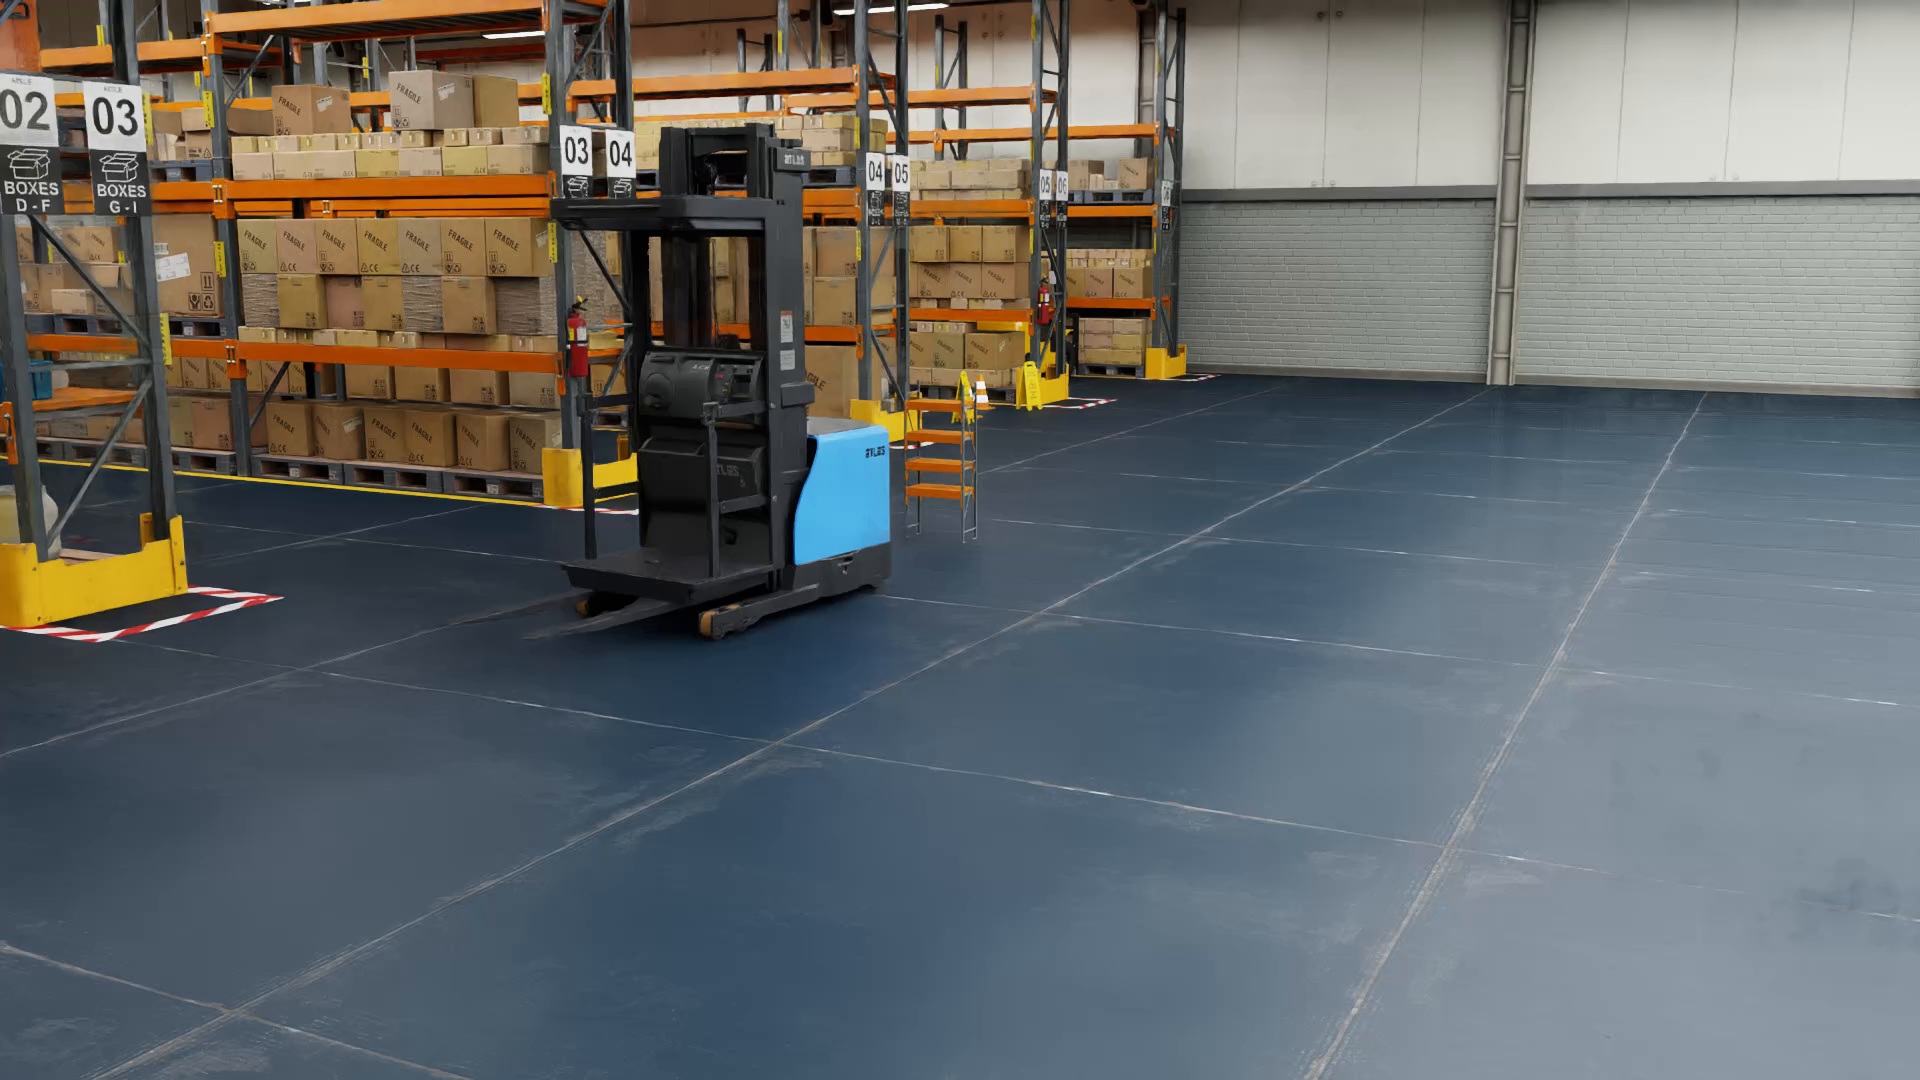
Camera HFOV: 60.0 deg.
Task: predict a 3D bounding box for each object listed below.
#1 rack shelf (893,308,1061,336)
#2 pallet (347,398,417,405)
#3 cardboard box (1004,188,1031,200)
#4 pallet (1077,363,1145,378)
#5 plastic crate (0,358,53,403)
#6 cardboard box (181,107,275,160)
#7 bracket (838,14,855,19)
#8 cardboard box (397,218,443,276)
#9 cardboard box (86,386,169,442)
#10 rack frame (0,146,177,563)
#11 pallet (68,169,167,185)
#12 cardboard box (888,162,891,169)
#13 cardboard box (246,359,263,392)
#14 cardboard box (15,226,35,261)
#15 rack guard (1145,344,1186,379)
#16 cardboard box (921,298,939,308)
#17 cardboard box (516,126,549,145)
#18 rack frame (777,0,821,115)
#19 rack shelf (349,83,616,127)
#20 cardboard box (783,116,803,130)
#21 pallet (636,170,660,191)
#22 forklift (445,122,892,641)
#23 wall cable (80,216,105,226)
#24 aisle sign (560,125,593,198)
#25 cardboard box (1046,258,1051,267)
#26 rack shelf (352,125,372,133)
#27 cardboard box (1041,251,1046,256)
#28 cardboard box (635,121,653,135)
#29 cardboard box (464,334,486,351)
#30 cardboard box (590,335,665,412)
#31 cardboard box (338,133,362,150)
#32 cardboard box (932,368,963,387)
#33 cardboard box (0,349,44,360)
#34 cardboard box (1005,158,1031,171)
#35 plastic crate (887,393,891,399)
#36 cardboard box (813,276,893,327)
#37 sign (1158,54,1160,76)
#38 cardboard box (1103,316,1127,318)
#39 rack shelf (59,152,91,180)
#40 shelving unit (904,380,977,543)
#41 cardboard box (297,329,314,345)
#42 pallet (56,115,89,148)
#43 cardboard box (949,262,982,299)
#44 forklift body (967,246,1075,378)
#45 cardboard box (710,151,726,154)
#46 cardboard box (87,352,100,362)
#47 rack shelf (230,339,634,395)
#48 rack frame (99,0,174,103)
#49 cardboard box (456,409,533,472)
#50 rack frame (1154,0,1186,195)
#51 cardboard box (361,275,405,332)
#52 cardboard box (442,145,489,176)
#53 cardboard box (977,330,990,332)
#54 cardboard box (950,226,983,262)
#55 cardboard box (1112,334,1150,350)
[{"bbox_3d":[-0.555,-3.237,24.212,4.000,0.370,1.077,5,11,26],"label":"rack shelf"},{"bbox_3d":[-7.361,-1.819,22.187,1.213,0.211,1.003,5,11,26],"label":"pallet"},{"bbox_3d":[0.795,-4.769,22.941,0.250,0.149,0.380,5,11,26],"label":"cardboard box"},{"bbox_3d":[2.728,-2.908,28.203,1.213,0.211,1.003,5,11,26],"label":"pallet"},{"bbox_3d":[-5.919,-0.978,10.128,0.616,0.251,0.499,5,11,26],"label":"plastic crate"},{"bbox_3d":[-7.111,-3.952,16.252,0.637,0.503,0.797,4,11,23],"label":"cardboard box"},{"bbox_3d":[-1.959,-9.532,30.021,0.430,0.232,0.235,5,11,26],"label":"bracket"},{"bbox_3d":[-4.647,-2.620,14.862,0.500,0.500,0.500,5,11,26],"label":"cardboard box"},{"bbox_3d":[-8.696,-1.332,17.454,0.500,0.500,0.700,6,12,31],"label":"cardboard box"},{"bbox_3d":[-5.337,-1.059,10.161,0.127,3.000,1.000,5,11,26],"label":"rack frame"},{"bbox_3d":[-8.171,-3.696,16.835,1.003,0.211,1.213,5,11,26],"label":"pallet"},{"bbox_3d":[-1.018,-5.322,23.759,0.250,0.149,0.380,5,11,25],"label":"cardboard box"},{"bbox_3d":[-9.686,-2.332,23.034,0.500,0.500,0.500,4,11,23],"label":"cardboard box"},{"bbox_3d":[-13.554,-4.382,24.598,0.500,0.500,0.500,5,11,24],"label":"cardboard box"},{"bbox_3d":[3.453,-2.994,27.871,0.348,0.500,1.175,5,11,26],"label":"rack guard"},{"bbox_3d":[-0.369,-3.394,23.769,0.250,0.149,0.380,5,11,25],"label":"cardboard box"},{"bbox_3d":[-3.533,-3.421,14.088,0.250,0.149,0.380,5,11,26],"label":"cardboard box"},{"bbox_3d":[-2.348,-6.700,24.484,0.127,3.000,1.000,5,11,26],"label":"rack frame"},{"bbox_3d":[-6.241,-5.509,21.043,4.000,0.370,1.077,5,11,26],"label":"rack shelf"},{"bbox_3d":[-1.766,-4.648,18.572,0.250,0.149,0.380,5,12,27],"label":"cardboard box"},{"bbox_3d":[-3.719,-4.316,19.982,1.213,0.211,1.003,5,11,26],"label":"pallet"},{"bbox_3d":[-1.678,-0.965,9.830,1.130,2.935,3.031,7,12,33],"label":"forklift"},{"bbox_3d":[-17.560,-5.862,33.844,0.122,1.984,0.588,5,11,26],"label":"wall cable"},{"bbox_3d":[-3.223,-3.077,14.009,0.004,0.787,0.394,5,11,26],"label":"aisle sign"},{"bbox_3d":[1.652,-4.708,28.221,0.250,0.149,0.380,5,11,25],"label":"cardboard box"},{"bbox_3d":[-11.316,-6.938,28.938,4.000,0.370,1.077,5,11,26],"label":"rack shelf"},{"bbox_3d":[1.421,-4.878,28.323,0.250,0.149,0.380,5,11,26],"label":"cardboard box"},{"bbox_3d":[-3.588,-4.808,19.455,0.250,0.149,0.380,5,11,25],"label":"cardboard box"},{"bbox_3d":[-4.181,-1.770,14.792,0.250,0.149,0.380,5,11,26],"label":"cardboard box"},{"bbox_3d":[-3.915,-2.050,20.423,0.875,0.875,0.875,5,11,27],"label":"cardboard box"},{"bbox_3d":[-5.392,-3.592,15.036,0.250,0.149,0.380,5,11,25],"label":"cardboard box"},{"bbox_3d":[-0.066,-2.350,23.832,0.500,0.250,0.500,5,11,26],"label":"cardboard box"},{"bbox_3d":[-10.930,-1.700,18.486,0.875,0.875,1.225,4,11,23],"label":"cardboard box"},{"bbox_3d":[0.805,-5.157,22.848,0.250,0.149,0.380,5,11,26],"label":"cardboard box"},{"bbox_3d":[-1.303,-2.057,23.872,0.583,0.080,0.402,1,10,6],"label":"plastic crate"},{"bbox_3d":[-1.213,-2.730,18.973,0.550,0.550,0.875,5,11,26],"label":"cardboard box"},{"bbox_3d":[3.179,-7.591,26.562,0.005,0.325,0.100,5,11,26],"label":"sign"},{"bbox_3d":[2.635,-3.679,28.368,0.500,0.250,0.500,5,11,26],"label":"cardboard box"},{"bbox_3d":[-7.131,-2.339,10.829,4.000,0.370,1.077,5,11,26],"label":"rack shelf"},{"bbox_3d":[-0.148,-0.603,12.695,0.503,1.200,0.258,5,11,26],"label":"shelving unit"},{"bbox_3d":[-5.990,-1.922,15.632,0.250,0.149,0.380,5,11,26],"label":"cardboard box"},{"bbox_3d":[-6.036,-2.523,10.358,1.213,0.211,1.003,5,11,26],"label":"pallet"},{"bbox_3d":[0.183,-3.668,23.457,0.500,0.500,0.500,5,11,26],"label":"cardboard box"},{"bbox_3d":[0.924,-3.667,26.950,1.214,2.155,2.313,5,11,26],"label":"forklift body"},{"bbox_3d":[-2.773,-4.552,19.163,0.500,0.250,0.500,5,11,26],"label":"cardboard box"},{"bbox_3d":[-12.529,-2.696,24.357,0.250,0.149,0.380,5,11,25],"label":"cardboard box"},{"bbox_3d":[-4.939,-1.654,15.467,4.000,0.370,1.077,5,11,26],"label":"rack shelf"},{"bbox_3d":[-11.622,-6.532,23.555,0.127,3.000,1.000,5,11,26],"label":"rack frame"},{"bbox_3d":[-4.250,-0.921,15.234,0.500,0.500,0.500,9,14,41],"label":"cardboard box"},{"bbox_3d":[3.432,-7.178,27.125,0.127,3.000,1.000,5,11,26],"label":"rack frame"},{"bbox_3d":[-5.001,-2.202,15.356,0.500,0.500,0.875,5,11,26],"label":"cardboard box"},{"bbox_3d":[-4.140,-3.289,14.479,0.500,0.250,0.500,5,11,26],"label":"cardboard box"},{"bbox_3d":[0.146,-2.806,24.247,0.500,0.500,0.500,5,11,24],"label":"cardboard box"},{"bbox_3d":[0.234,-4.167,23.409,0.500,0.500,0.700,5,11,26],"label":"cardboard box"},{"bbox_3d":[2.857,-3.314,27.758,0.500,0.250,0.500,5,11,25],"label":"cardboard box"}]
